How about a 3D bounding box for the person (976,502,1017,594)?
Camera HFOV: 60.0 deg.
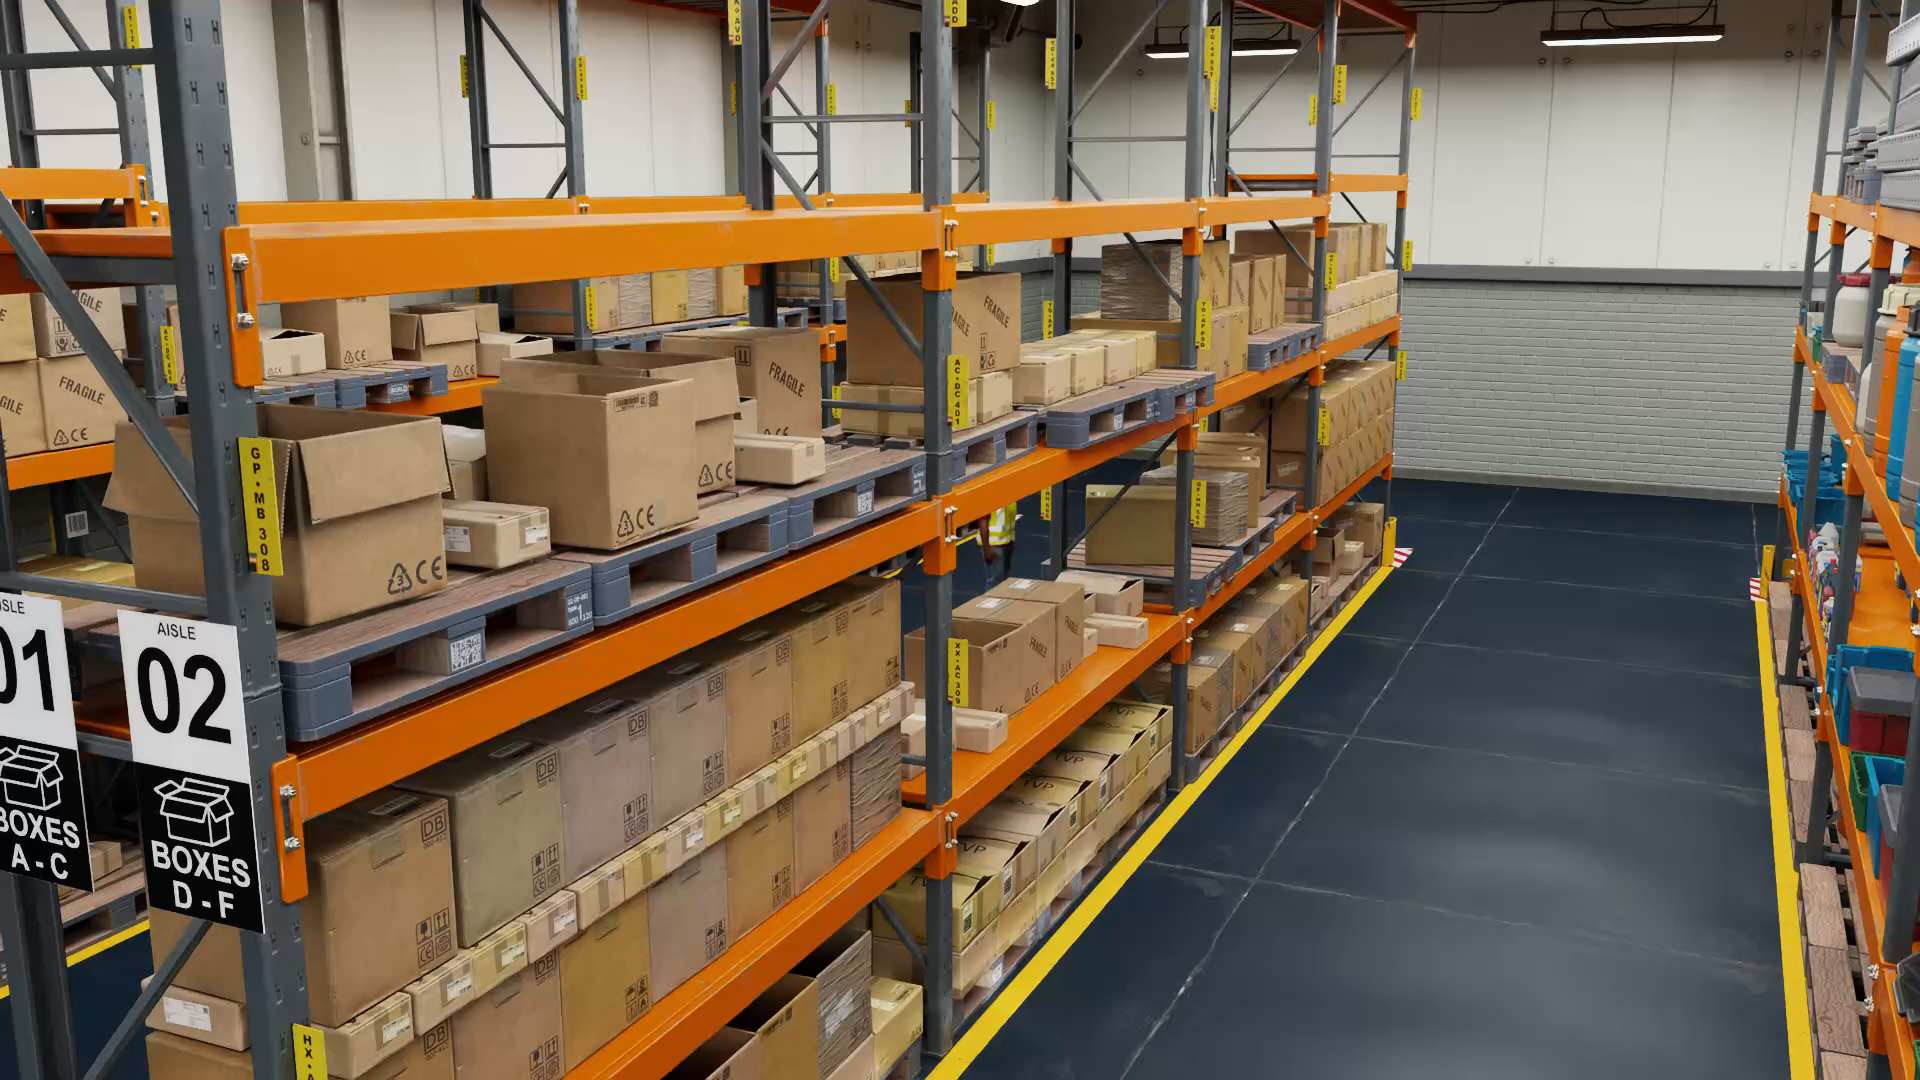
[{"bbox_3d":[0.358,0.047,15.747,0.380,1.783,0.562,6,13,25],"label":"person"}]
